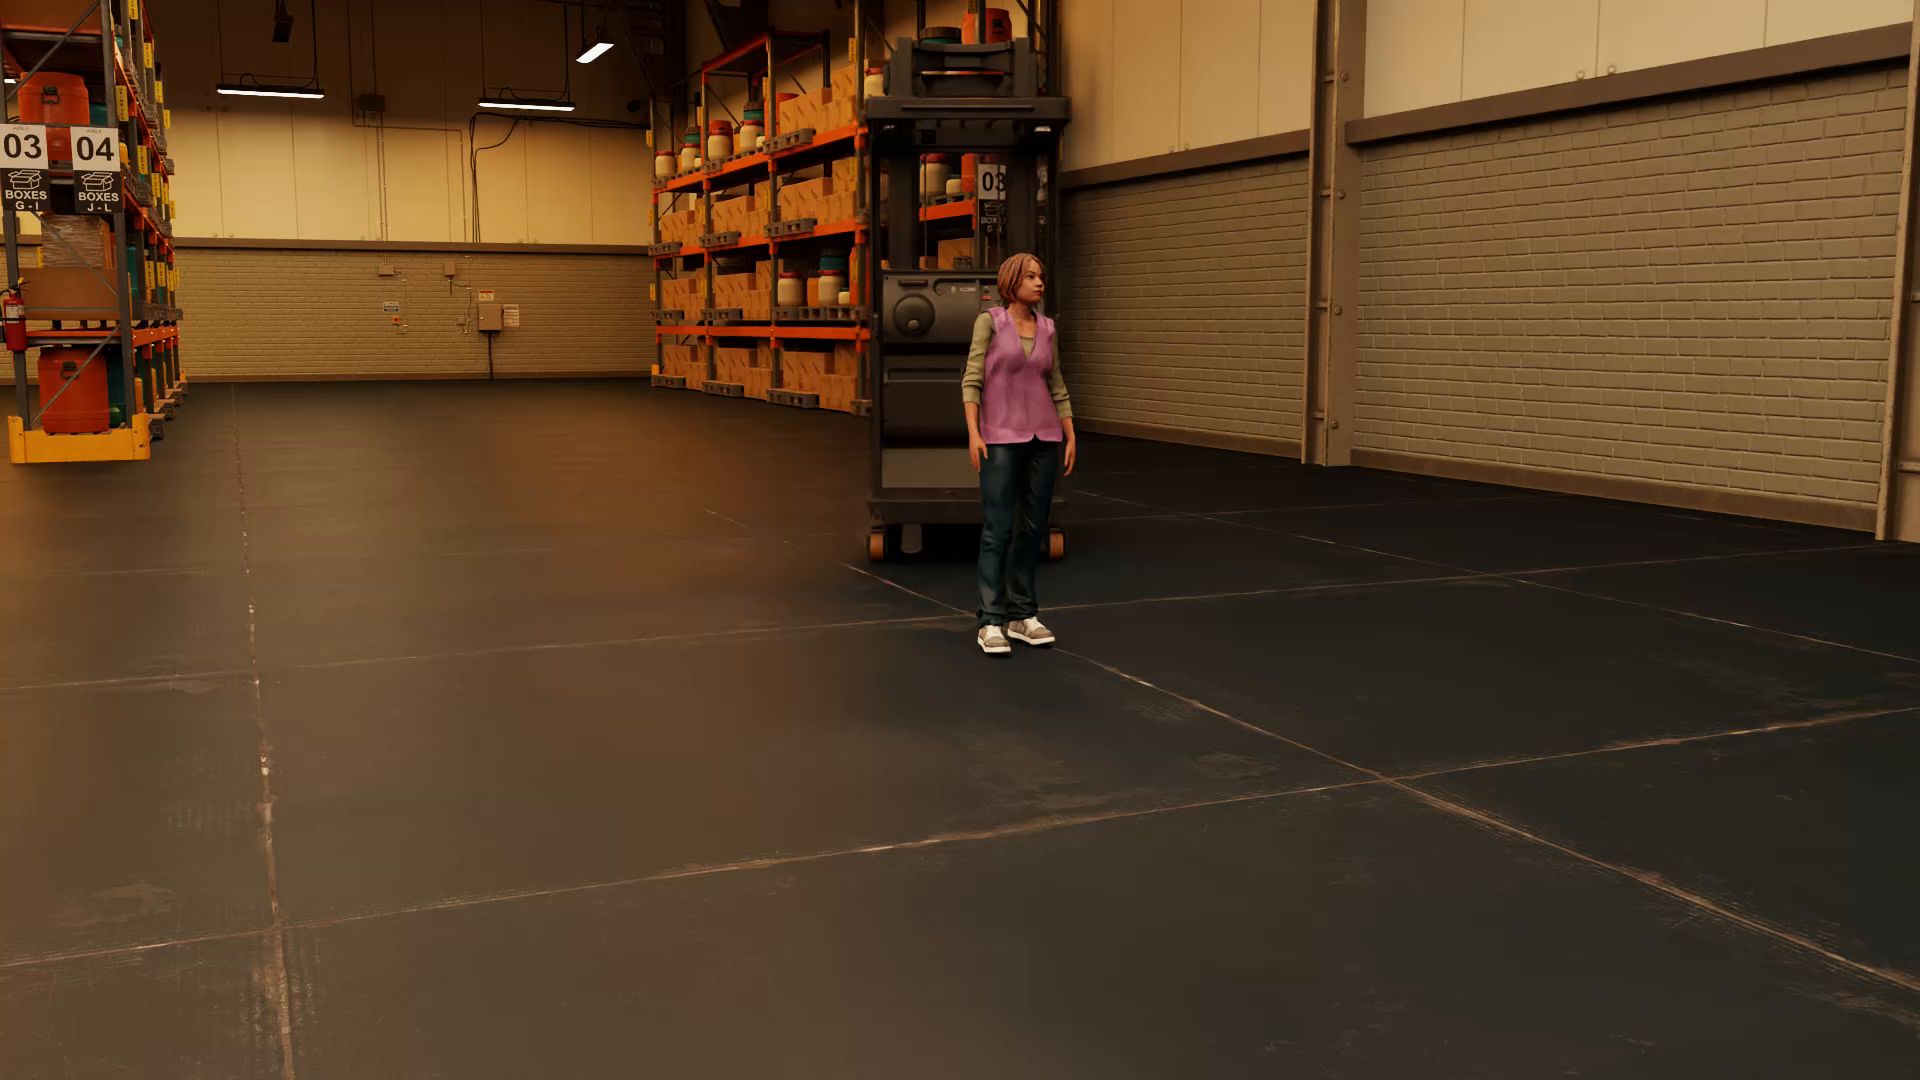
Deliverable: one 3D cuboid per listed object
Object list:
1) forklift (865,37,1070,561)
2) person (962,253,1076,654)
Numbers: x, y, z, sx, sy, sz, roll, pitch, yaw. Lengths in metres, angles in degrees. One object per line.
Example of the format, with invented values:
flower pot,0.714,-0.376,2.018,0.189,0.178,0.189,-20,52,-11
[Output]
forklift,0.029,-1.373,9.353,1.130,2.935,3.031,0,8,-2
person,0.268,-0.368,6.778,0.520,1.596,0.475,-4,8,-26
